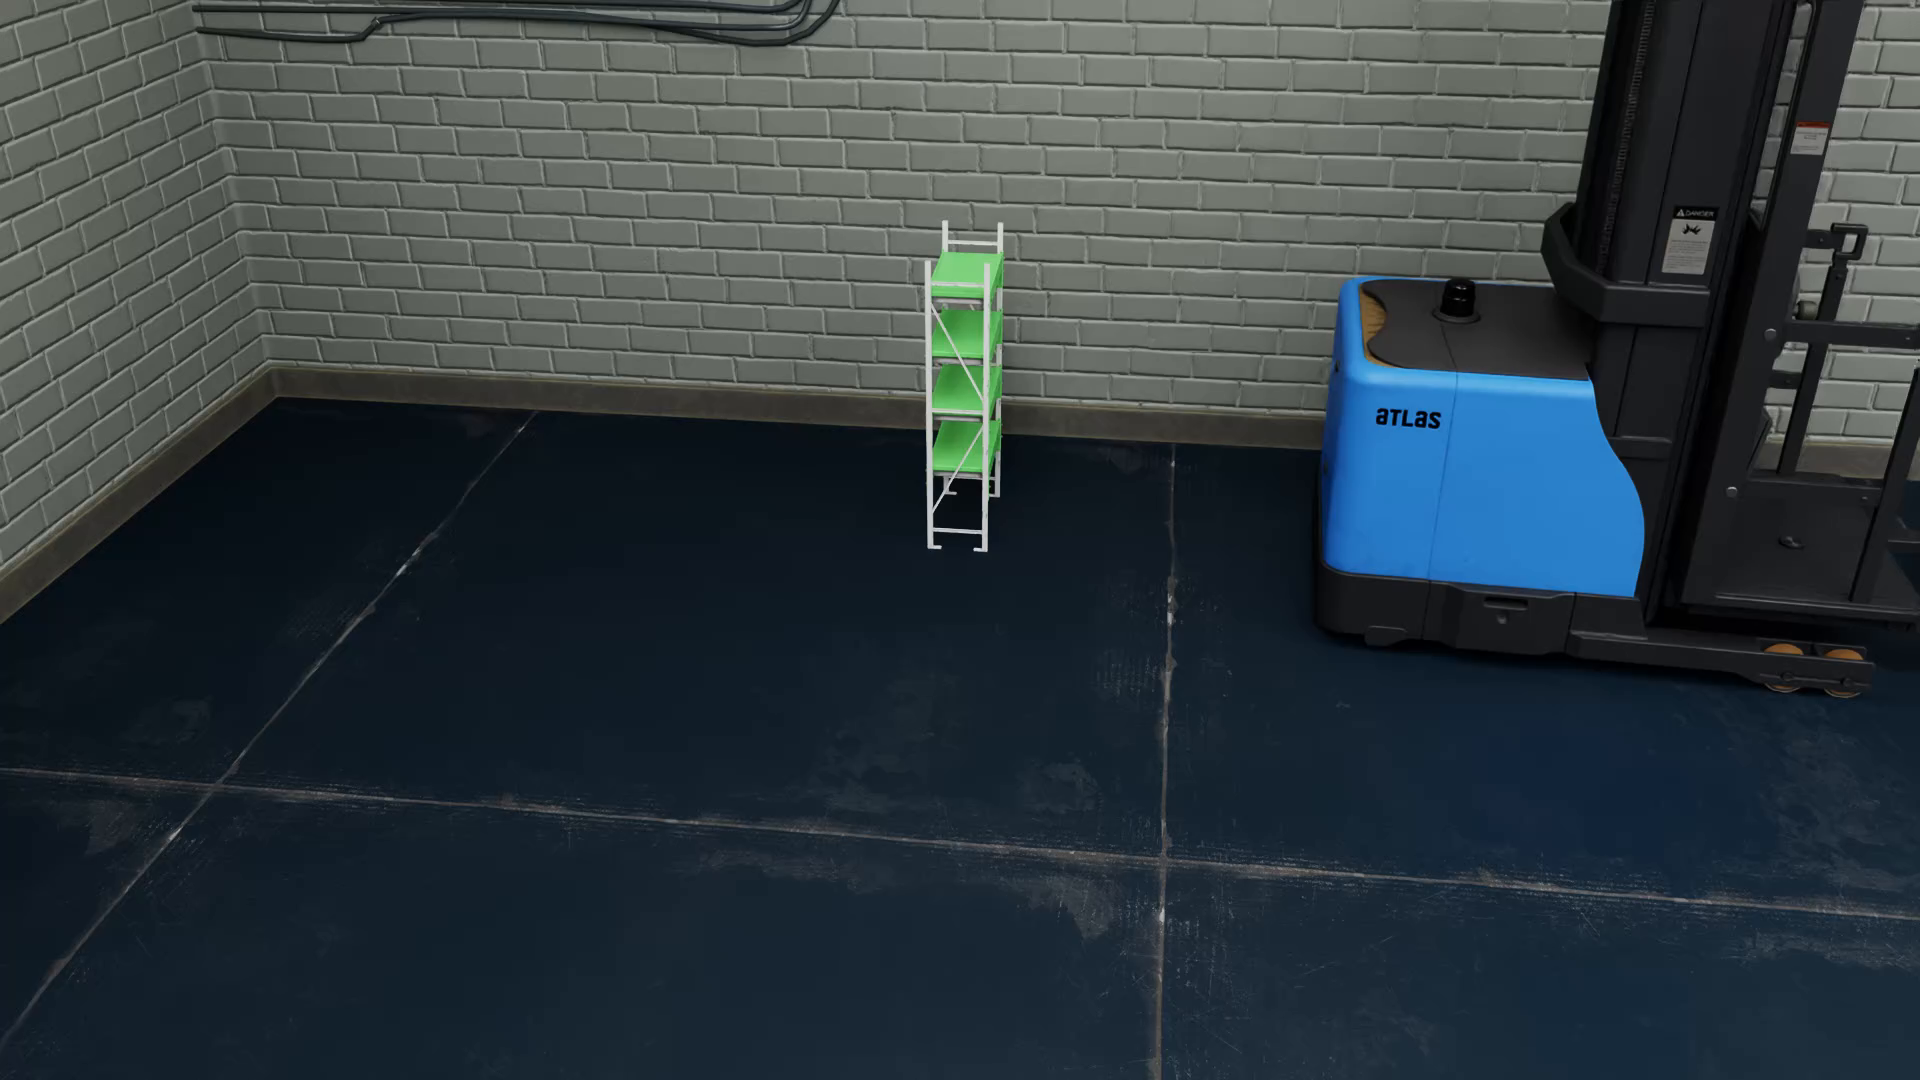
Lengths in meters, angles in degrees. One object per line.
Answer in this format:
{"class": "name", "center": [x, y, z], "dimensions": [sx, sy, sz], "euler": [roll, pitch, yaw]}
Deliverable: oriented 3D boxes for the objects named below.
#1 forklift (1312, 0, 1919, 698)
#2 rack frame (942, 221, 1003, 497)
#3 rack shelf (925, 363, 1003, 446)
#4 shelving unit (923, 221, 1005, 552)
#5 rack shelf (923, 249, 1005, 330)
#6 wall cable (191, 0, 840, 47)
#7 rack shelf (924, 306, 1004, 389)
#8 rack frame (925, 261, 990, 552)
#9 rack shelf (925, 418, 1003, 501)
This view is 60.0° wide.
{"class": "forklift", "center": [2.857, -1.019, 5.551], "dimensions": [3.031, 2.935, 1.130], "euler": [5, 29, 9]}
{"class": "rack frame", "center": [0.050, -0.721, 6.823], "dimensions": [0.240, 1.200, 0.015], "euler": [3, 28, 6]}
{"class": "rack shelf", "center": [0.020, -0.550, 6.640], "dimensions": [0.258, 0.148, 0.480], "euler": [3, 28, 6]}
{"class": "shelving unit", "center": [0.020, -0.606, 6.610], "dimensions": [0.258, 1.200, 0.503], "euler": [3, 28, 6]}
{"class": "rack shelf", "center": [0.020, -0.972, 6.413], "dimensions": [0.258, 0.148, 0.480], "euler": [3, 28, 6]}
{"class": "wall cable", "center": [-1.969, -3.202, 6.479], "dimensions": [3.097, 2.526, 0.112], "euler": [3, 28, 6]}
{"class": "rack shelf", "center": [0.020, -0.761, 6.527], "dimensions": [0.258, 0.148, 0.480], "euler": [3, 28, 6]}
{"class": "rack frame", "center": [-0.010, -0.491, 6.397], "dimensions": [0.240, 1.200, 0.015], "euler": [3, 28, 6]}
{"class": "rack shelf", "center": [0.020, -0.339, 6.754], "dimensions": [0.258, 0.148, 0.480], "euler": [3, 28, 6]}
